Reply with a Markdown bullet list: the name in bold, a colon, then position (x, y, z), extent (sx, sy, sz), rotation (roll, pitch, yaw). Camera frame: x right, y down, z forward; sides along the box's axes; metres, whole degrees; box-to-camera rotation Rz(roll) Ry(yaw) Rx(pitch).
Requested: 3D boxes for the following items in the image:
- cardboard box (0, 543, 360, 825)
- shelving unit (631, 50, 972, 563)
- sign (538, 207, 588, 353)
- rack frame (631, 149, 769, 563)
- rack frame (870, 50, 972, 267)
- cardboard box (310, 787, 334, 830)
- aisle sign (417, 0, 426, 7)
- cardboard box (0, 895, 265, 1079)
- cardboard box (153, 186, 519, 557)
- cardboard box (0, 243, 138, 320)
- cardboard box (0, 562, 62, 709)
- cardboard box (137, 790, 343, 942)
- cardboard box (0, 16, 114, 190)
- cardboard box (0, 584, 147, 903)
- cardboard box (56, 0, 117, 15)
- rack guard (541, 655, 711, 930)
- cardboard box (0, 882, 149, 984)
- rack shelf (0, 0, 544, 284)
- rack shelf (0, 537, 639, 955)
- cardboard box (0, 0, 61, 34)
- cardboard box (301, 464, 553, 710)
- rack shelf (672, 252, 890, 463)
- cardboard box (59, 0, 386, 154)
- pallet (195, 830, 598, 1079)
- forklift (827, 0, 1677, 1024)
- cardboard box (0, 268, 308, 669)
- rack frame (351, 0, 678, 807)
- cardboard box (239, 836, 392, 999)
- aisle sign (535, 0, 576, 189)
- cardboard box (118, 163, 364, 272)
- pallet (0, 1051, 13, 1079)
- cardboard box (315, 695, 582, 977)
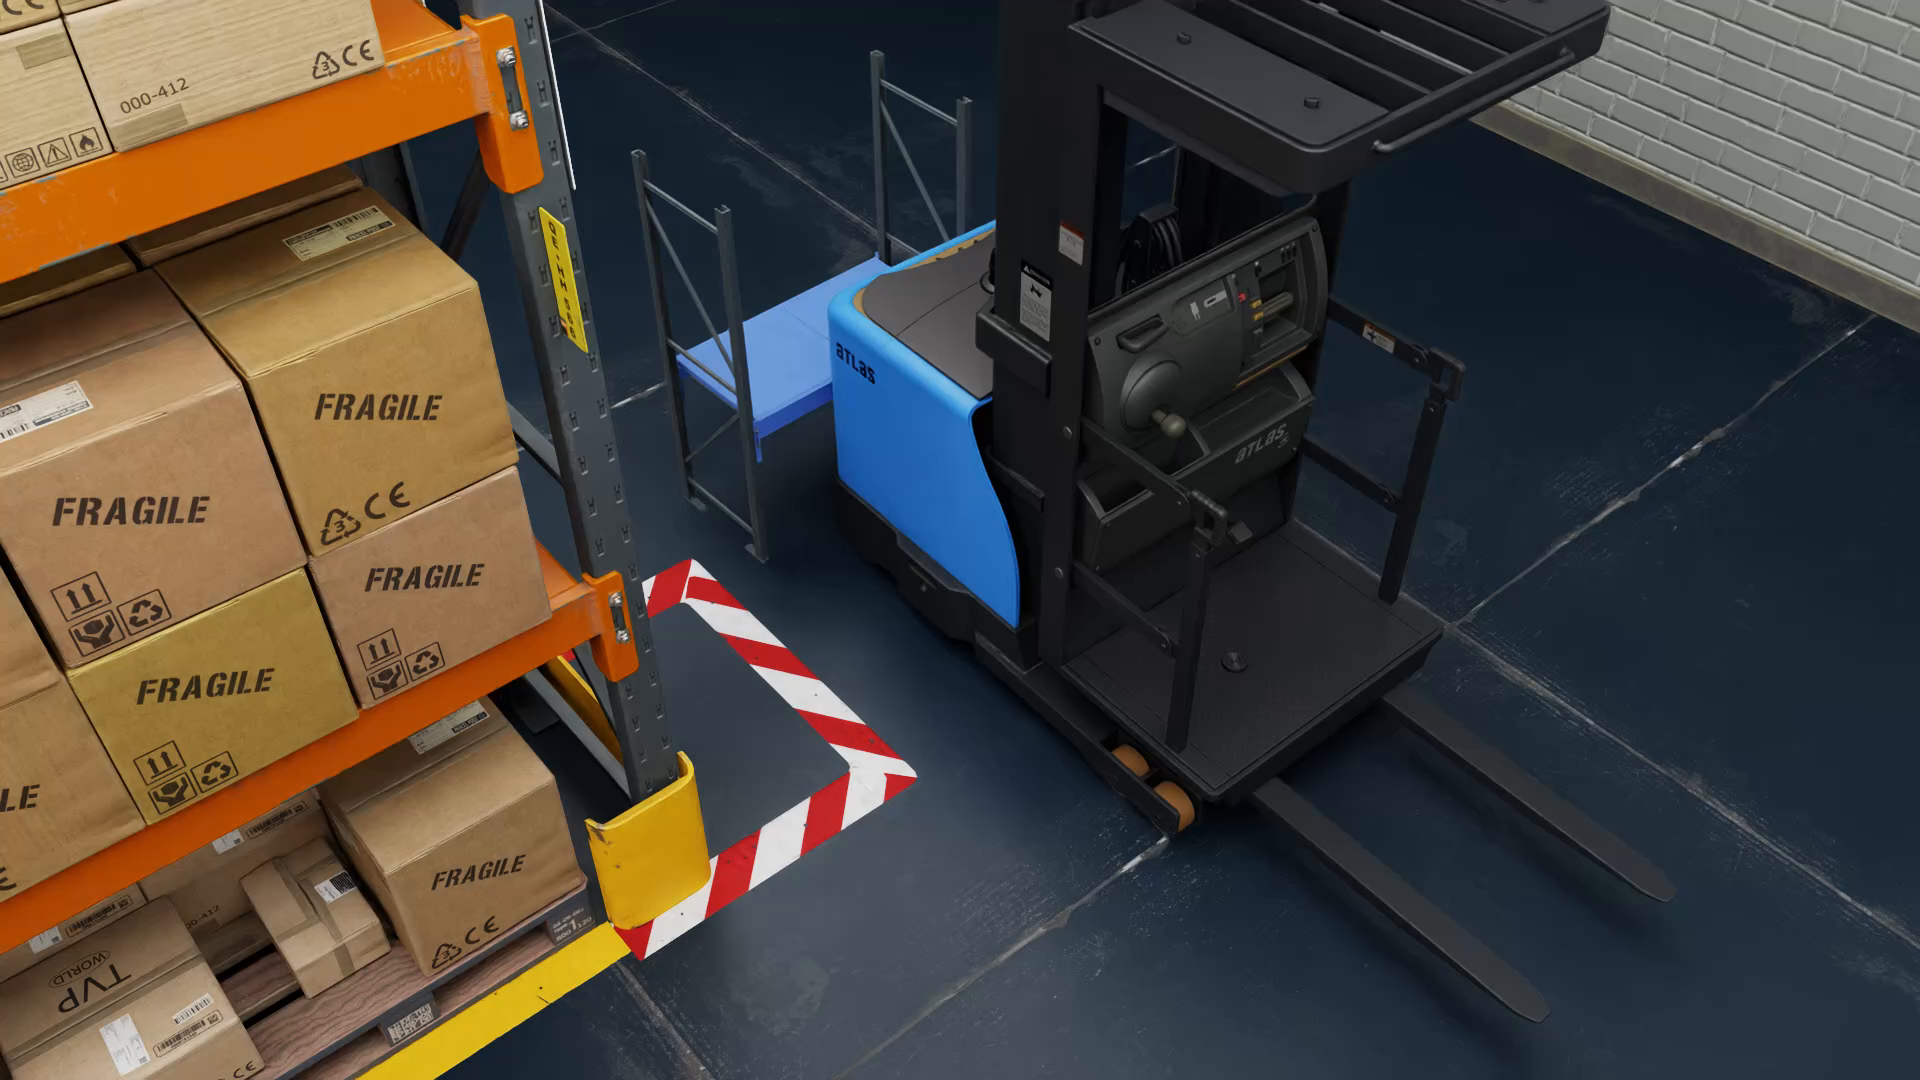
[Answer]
- **cardboard box**: position (-1.756, 0.215, 3.757), extent (0.500, 0.500, 0.500), rotation (-29, 51, -28)
- **shelving unit**: position (-0.514, -0.829, 6.036), extent (1.048, 1.500, 0.538), rotation (-32, 52, -29)
- **sign**: position (-0.851, -0.555, 3.573), extent (0.005, 0.325, 0.100), rotation (-30, 51, -28)
- **rack frame**: position (-0.889, -0.594, 5.786), extent (0.032, 1.500, 0.500), rotation (-32, 52, -29)
- **rack frame**: position (-0.139, -1.064, 6.287), extent (0.032, 1.500, 0.500), rotation (-32, 52, -29)
- **cardboard box**: position (-1.925, 0.668, 5.096), extent (0.250, 0.166, 0.380), rotation (-30, 51, -28)
- **aisle sign**: position (-1.328, -1.450, 3.703), extent (0.004, 0.787, 0.394), rotation (-30, 51, -28)
- **cardboard box**: position (-2.199, 1.294, 4.368), extent (0.500, 0.250, 0.500), rotation (-30, 51, -28)
- **cardboard box**: position (-1.357, -0.379, 3.659), extent (0.500, 0.500, 0.500), rotation (-30, 51, -28)
- **cardboard box**: position (-2.097, -0.429, 3.712), extent (0.500, 0.500, 0.500), rotation (-29, 51, -27)
- **cardboard box**: position (-2.138, 0.074, 3.177), extent (0.500, 0.500, 0.500), rotation (-28, 50, -27)
- **cardboard box**: position (-2.174, 0.834, 4.858), extent (0.500, 0.250, 0.500), rotation (-30, 51, -28)
- **cardboard box**: position (-1.807, -0.779, 2.806), extent (0.500, 0.250, 0.500), rotation (-30, 51, -28)
- **cardboard box**: position (-2.143, 0.431, 3.527), extent (0.500, 0.500, 0.500), rotation (-29, 51, -28)
- **cardboard box**: position (-1.422, -1.179, 2.868), extent (0.500, 0.250, 0.500), rotation (-30, 51, -28)
- **rack guard**: position (-1.250, 0.627, 5.217), extent (0.348, 0.500, 1.175), rotation (-30, 51, -28)
- **cardboard box**: position (-2.558, 1.053, 4.625), extent (0.500, 0.250, 0.500), rotation (-30, 51, -28)
- **rack shelf**: position (-2.726, -0.271, 2.681), extent (4.000, 0.370, 1.077), rotation (-30, 51, -28)
- **rack shelf**: position (-2.726, 0.823, 3.708), extent (4.000, 0.370, 1.077), rotation (-30, 51, -28)
- **cardboard box**: position (-1.806, -0.959, 2.634), extent (0.500, 0.250, 0.500), rotation (-30, 51, -28)
- **cardboard box**: position (-1.361, -0.015, 4.001), extent (0.500, 0.500, 0.500), rotation (-28, 50, -27)
- **rack shelf**: position (-0.514, -0.697, 6.160), extent (1.000, 0.185, 0.538), rotation (-32, 52, -29)
- **cardboard box**: position (-1.417, -0.992, 3.034), extent (0.500, 0.250, 0.500), rotation (-30, 51, -28)
- **pallet**: position (-1.861, 1.083, 4.943), extent (1.213, 0.211, 1.003), rotation (-30, 51, -28)
- **forklift**: position (0.865, -0.533, 4.677), extent (1.130, 2.935, 3.031), rotation (-30, 51, -28)
- **cardboard box**: position (-1.744, -0.156, 3.422), extent (0.500, 0.500, 0.500), rotation (-28, 50, -27)
- **rack frame**: position (-1.192, -0.318, 4.397), extent (0.127, 3.000, 1.000), rotation (-30, 51, -28)
- **cardboard box**: position (-1.819, 1.053, 4.686), extent (0.250, 0.166, 0.380), rotation (-30, 51, -28)
- **aisle sign**: position (-0.943, -1.135, 3.368), extent (0.004, 0.787, 0.394), rotation (-30, 51, -28)
- **cardboard box**: position (-1.701, -0.662, 3.961), extent (0.500, 0.500, 0.500), rotation (-28, 50, -27)
- **pallet**: position (-2.796, 1.616, 4.376), extent (1.213, 0.211, 1.003), rotation (-30, 51, -28)
- **cardboard box**: position (-1.451, 0.801, 4.710), extent (0.500, 0.500, 0.500), rotation (-30, 51, -28)
